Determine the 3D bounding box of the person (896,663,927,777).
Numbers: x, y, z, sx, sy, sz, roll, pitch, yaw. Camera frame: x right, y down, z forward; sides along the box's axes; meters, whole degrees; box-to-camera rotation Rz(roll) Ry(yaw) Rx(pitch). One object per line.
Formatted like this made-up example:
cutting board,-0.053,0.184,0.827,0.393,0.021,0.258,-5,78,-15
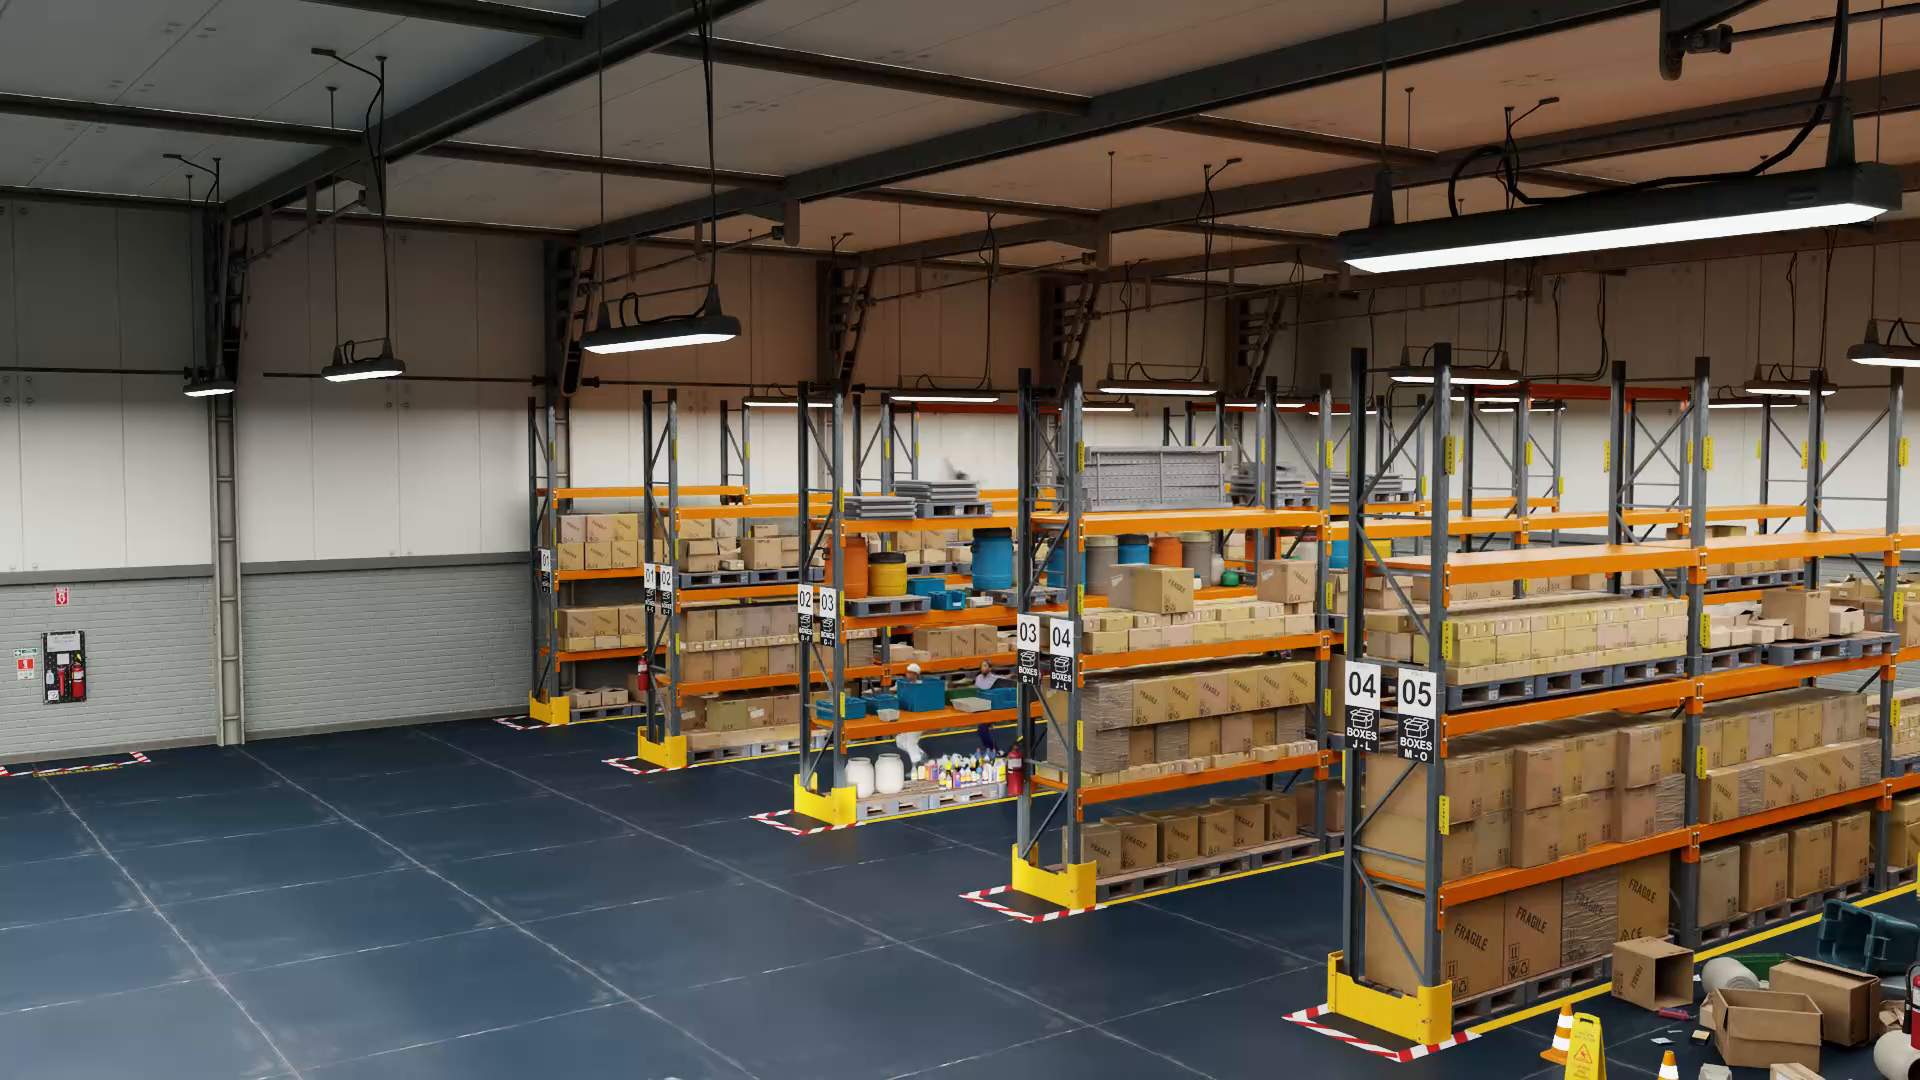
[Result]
person,-0.700,2.777,25.646,0.590,1.752,0.673,-3,4,-37

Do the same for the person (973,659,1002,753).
person,0.414,2.776,26.851,0.586,1.664,0.661,3,5,44
